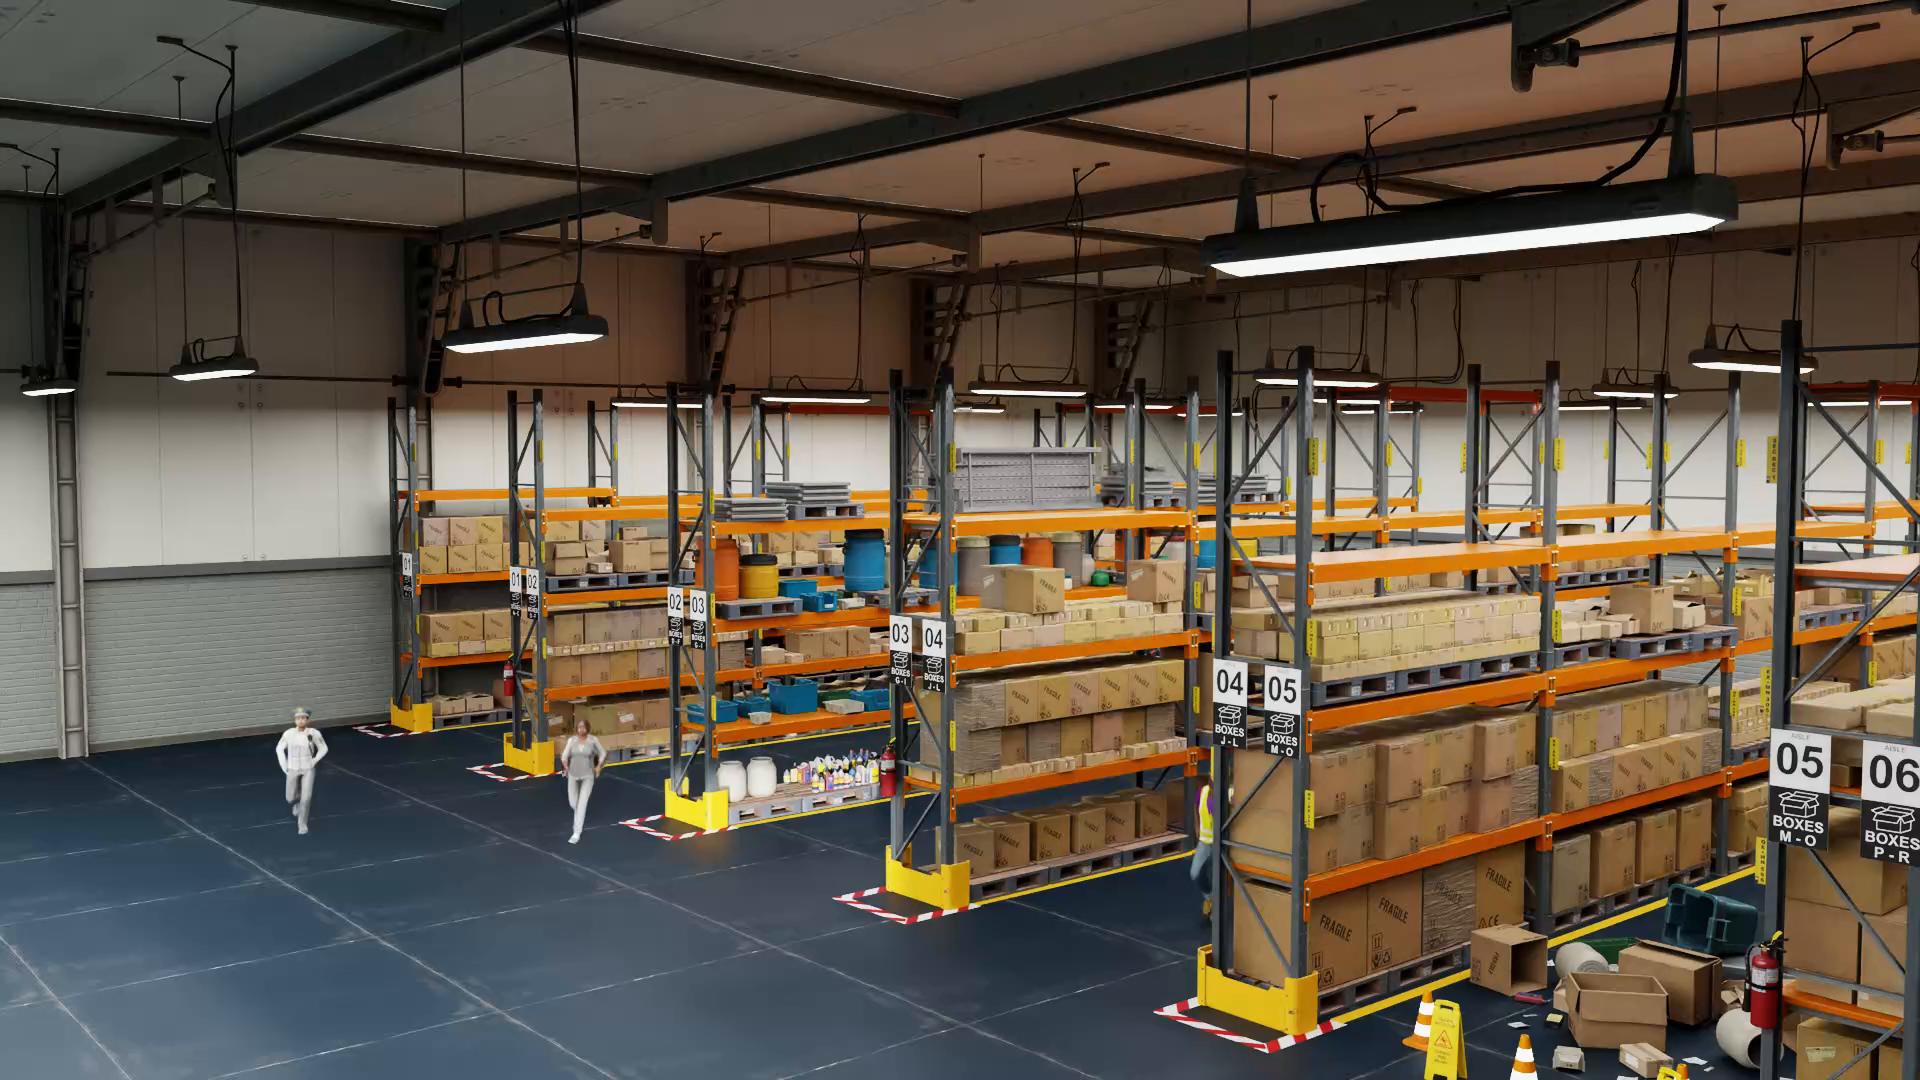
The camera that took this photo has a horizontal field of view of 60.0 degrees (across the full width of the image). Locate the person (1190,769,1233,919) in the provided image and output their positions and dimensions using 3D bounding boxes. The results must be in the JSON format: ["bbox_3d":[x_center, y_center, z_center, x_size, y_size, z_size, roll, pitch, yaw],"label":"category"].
[{"bbox_3d":[2.746,3.251,17.836,0.693,1.712,0.645,2,4,33],"label":"person"}]

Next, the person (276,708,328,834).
[{"bbox_3d":[-8.802,3.057,22.177,0.550,1.656,0.550,-1,3,-12],"label":"person"}]

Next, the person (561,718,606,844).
[{"bbox_3d":[-4.934,3.161,21.767,0.565,1.482,0.818,0,3,-3],"label":"person"}]
